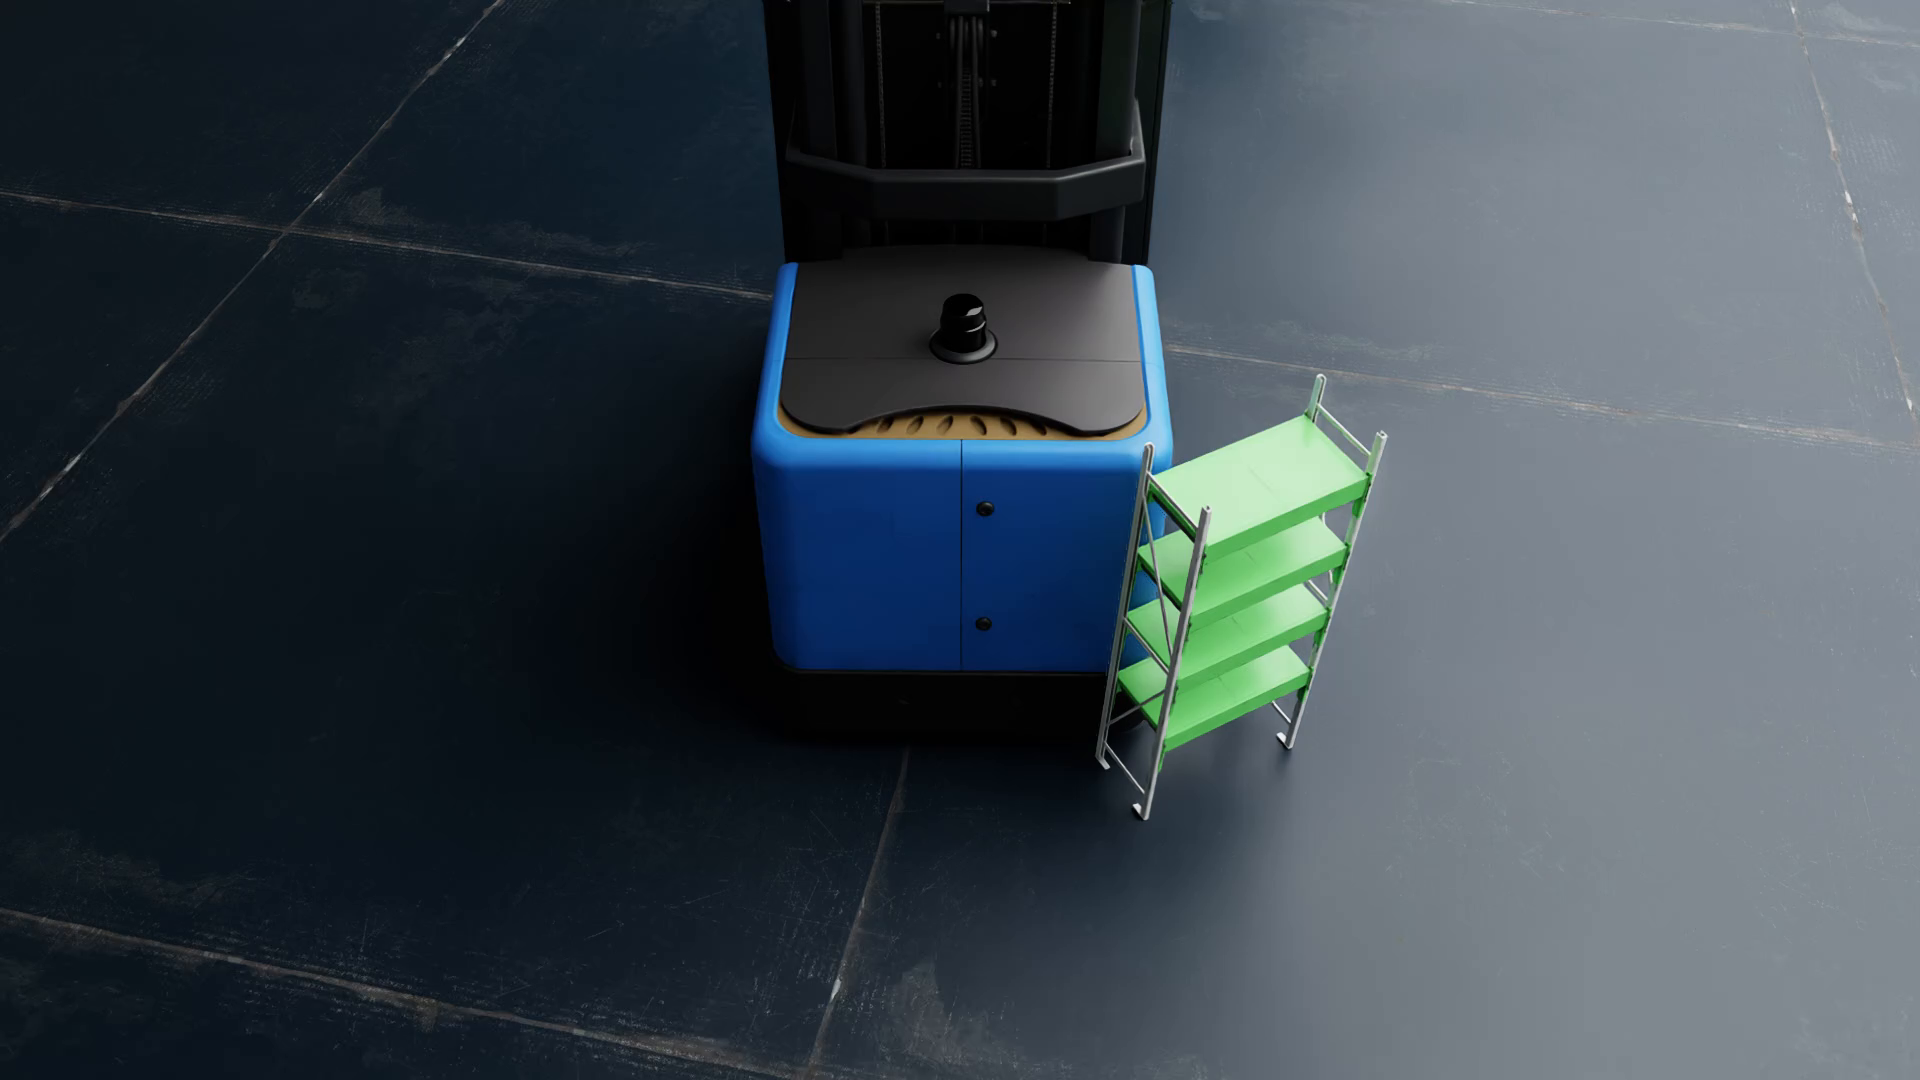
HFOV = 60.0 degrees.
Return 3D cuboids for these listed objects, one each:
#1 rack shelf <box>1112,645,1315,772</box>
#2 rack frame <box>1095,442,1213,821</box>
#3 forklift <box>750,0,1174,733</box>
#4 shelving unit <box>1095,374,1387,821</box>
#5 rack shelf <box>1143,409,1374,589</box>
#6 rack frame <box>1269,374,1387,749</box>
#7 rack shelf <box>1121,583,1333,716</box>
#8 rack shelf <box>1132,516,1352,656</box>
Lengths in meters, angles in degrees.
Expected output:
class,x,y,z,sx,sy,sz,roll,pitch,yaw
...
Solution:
class,x,y,z,sx,sy,sz,roll,pitch,yaw
rack shelf,0.661,0.388,4.407,0.480,0.148,0.258,-22,52,-21
rack frame,0.460,0.267,4.096,0.015,1.200,0.240,-22,52,-21
forklift,0.023,-1.524,4.719,1.130,2.935,3.031,1,44,1
shelving unit,0.671,0.182,4.184,0.503,1.200,0.258,-22,52,-21
rack shelf,0.685,-0.100,3.878,0.480,0.148,0.258,-22,52,-21
rack frame,0.882,0.097,4.272,0.015,1.200,0.240,-22,52,-21
rack shelf,0.669,0.225,4.231,0.480,0.148,0.258,-22,52,-21
rack shelf,0.677,0.063,4.055,0.480,0.148,0.258,-22,52,-21
